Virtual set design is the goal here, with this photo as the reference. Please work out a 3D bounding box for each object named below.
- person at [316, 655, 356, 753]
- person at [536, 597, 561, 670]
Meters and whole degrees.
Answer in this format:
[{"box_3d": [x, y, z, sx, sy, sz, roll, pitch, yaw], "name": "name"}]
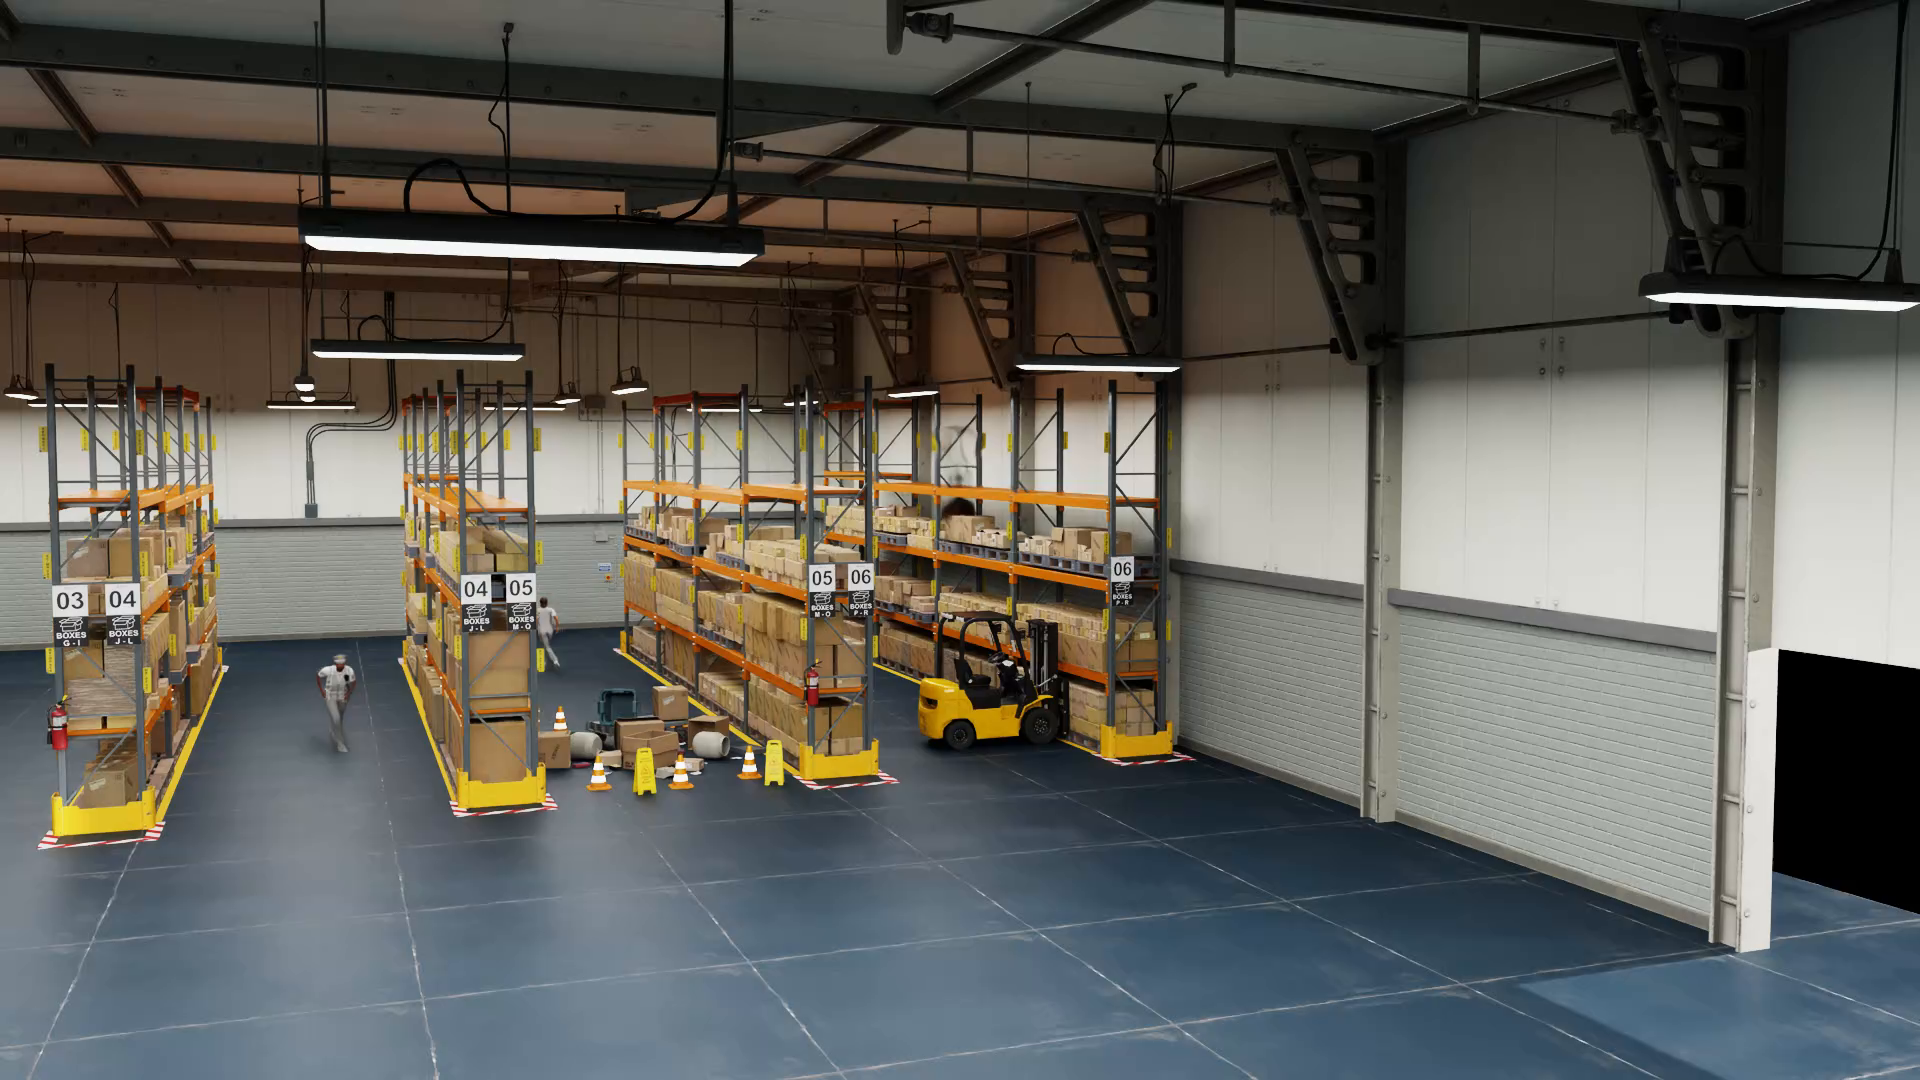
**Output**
[{"box_3d": [-10.217, 2.644, 27.222, 0.612, 1.624, 0.987, -2, 4, -28], "name": "person"}, {"box_3d": [-9.071, 2.059, 36.501, 0.567, 1.562, 0.805, -2, 4, -28], "name": "person"}]
